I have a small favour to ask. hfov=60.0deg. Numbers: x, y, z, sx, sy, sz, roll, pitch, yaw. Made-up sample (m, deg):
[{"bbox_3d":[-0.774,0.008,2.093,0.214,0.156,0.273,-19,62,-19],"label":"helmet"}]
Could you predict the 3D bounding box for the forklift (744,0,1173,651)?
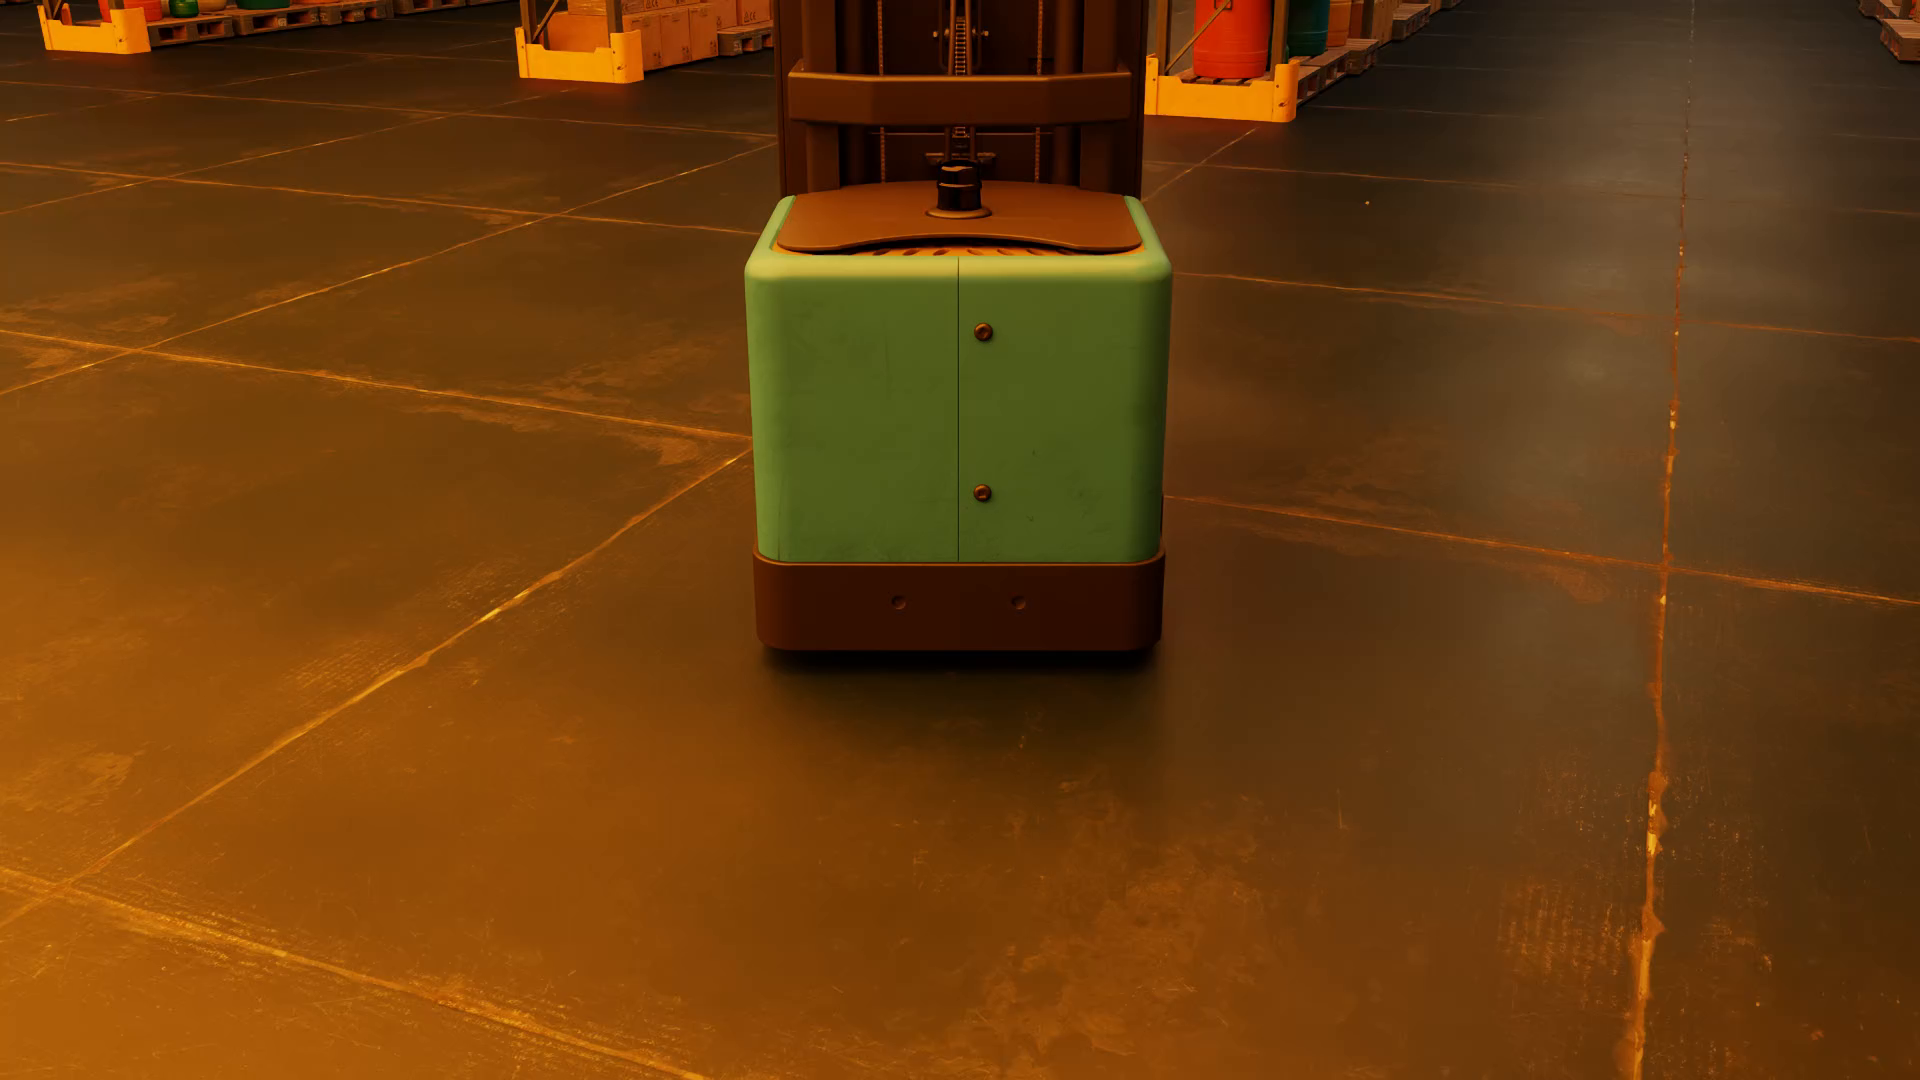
[{"bbox_3d":[0.002,-1.587,5.089,1.130,2.935,3.031,0,23,0],"label":"forklift"}]
